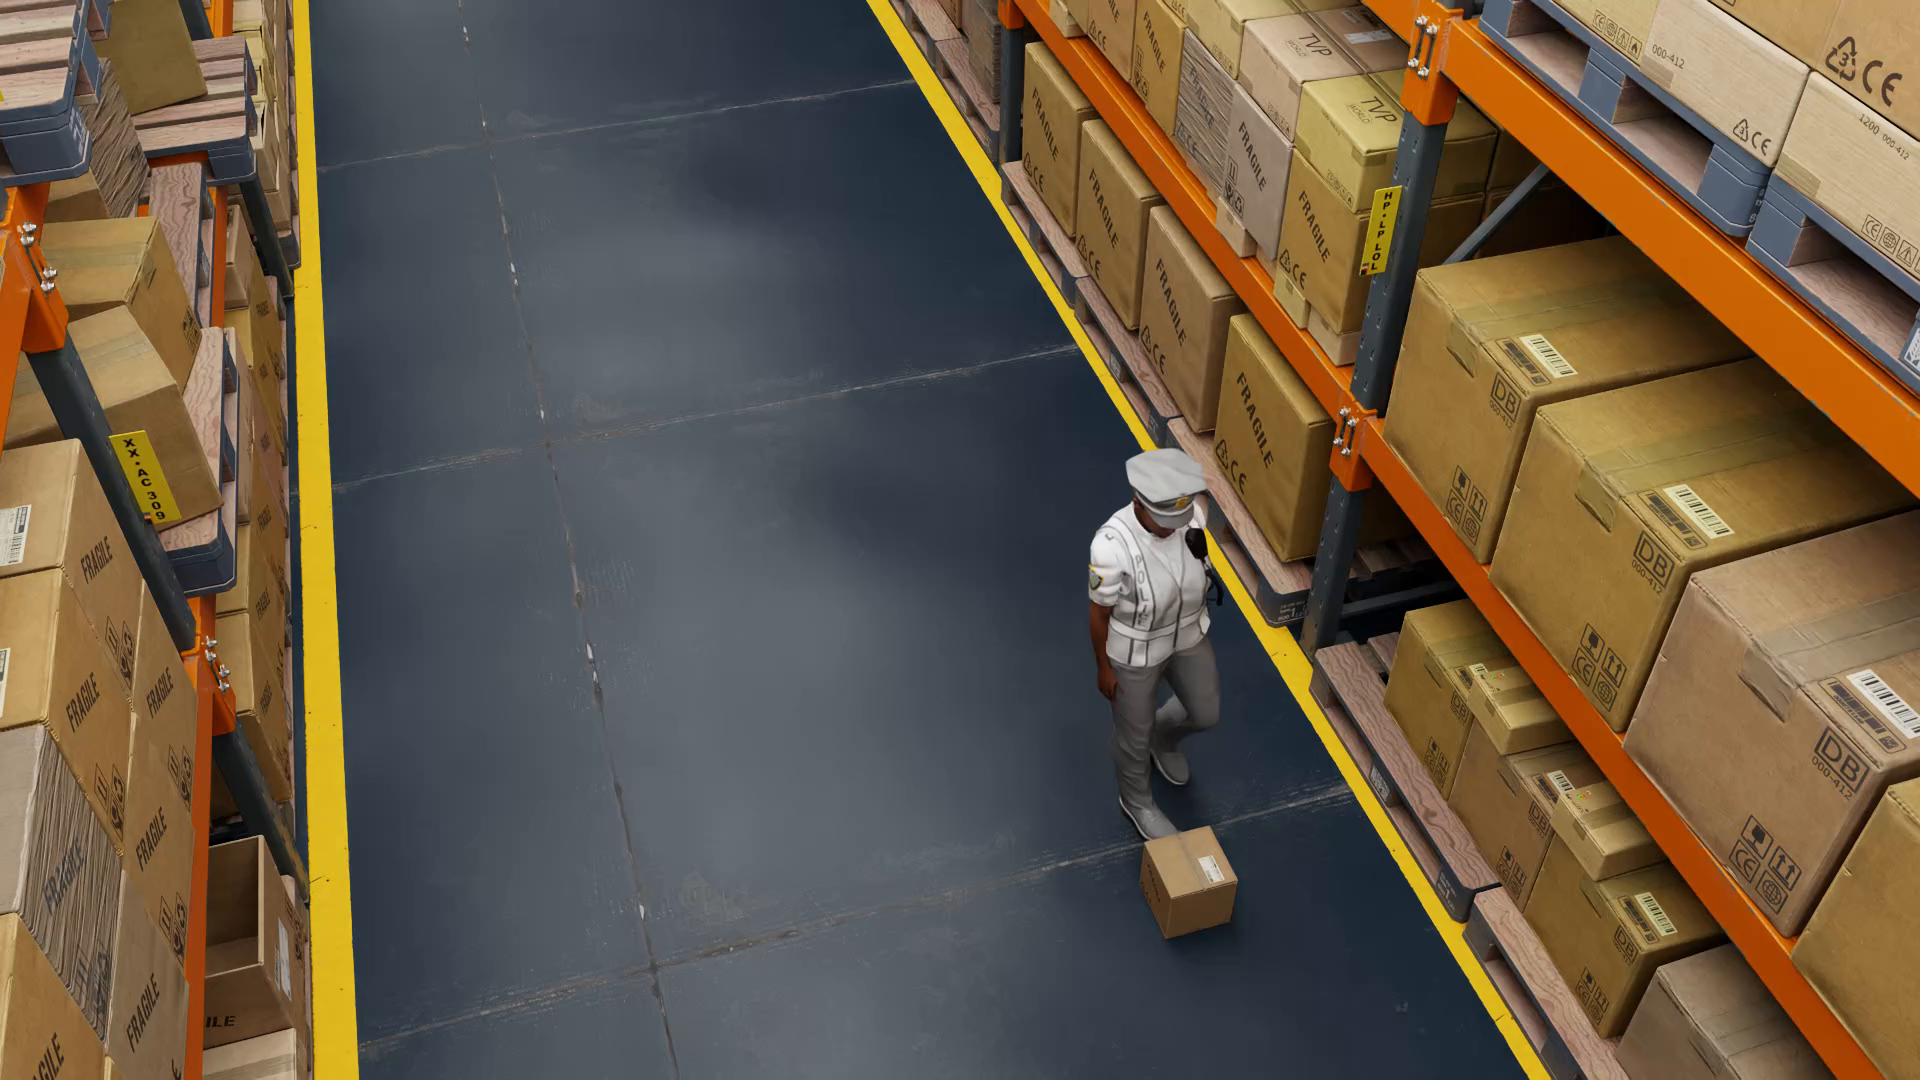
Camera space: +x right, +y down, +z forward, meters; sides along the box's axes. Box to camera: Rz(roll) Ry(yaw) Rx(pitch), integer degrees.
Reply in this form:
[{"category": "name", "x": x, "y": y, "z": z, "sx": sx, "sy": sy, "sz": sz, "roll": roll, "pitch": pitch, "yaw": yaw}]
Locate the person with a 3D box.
[{"category": "person", "x": 0.694, "y": 0.394, "z": 5.718, "sx": 0.495, "sy": 1.682, "sz": 0.458, "roll": -22, "pitch": 47, "yaw": -22}]
